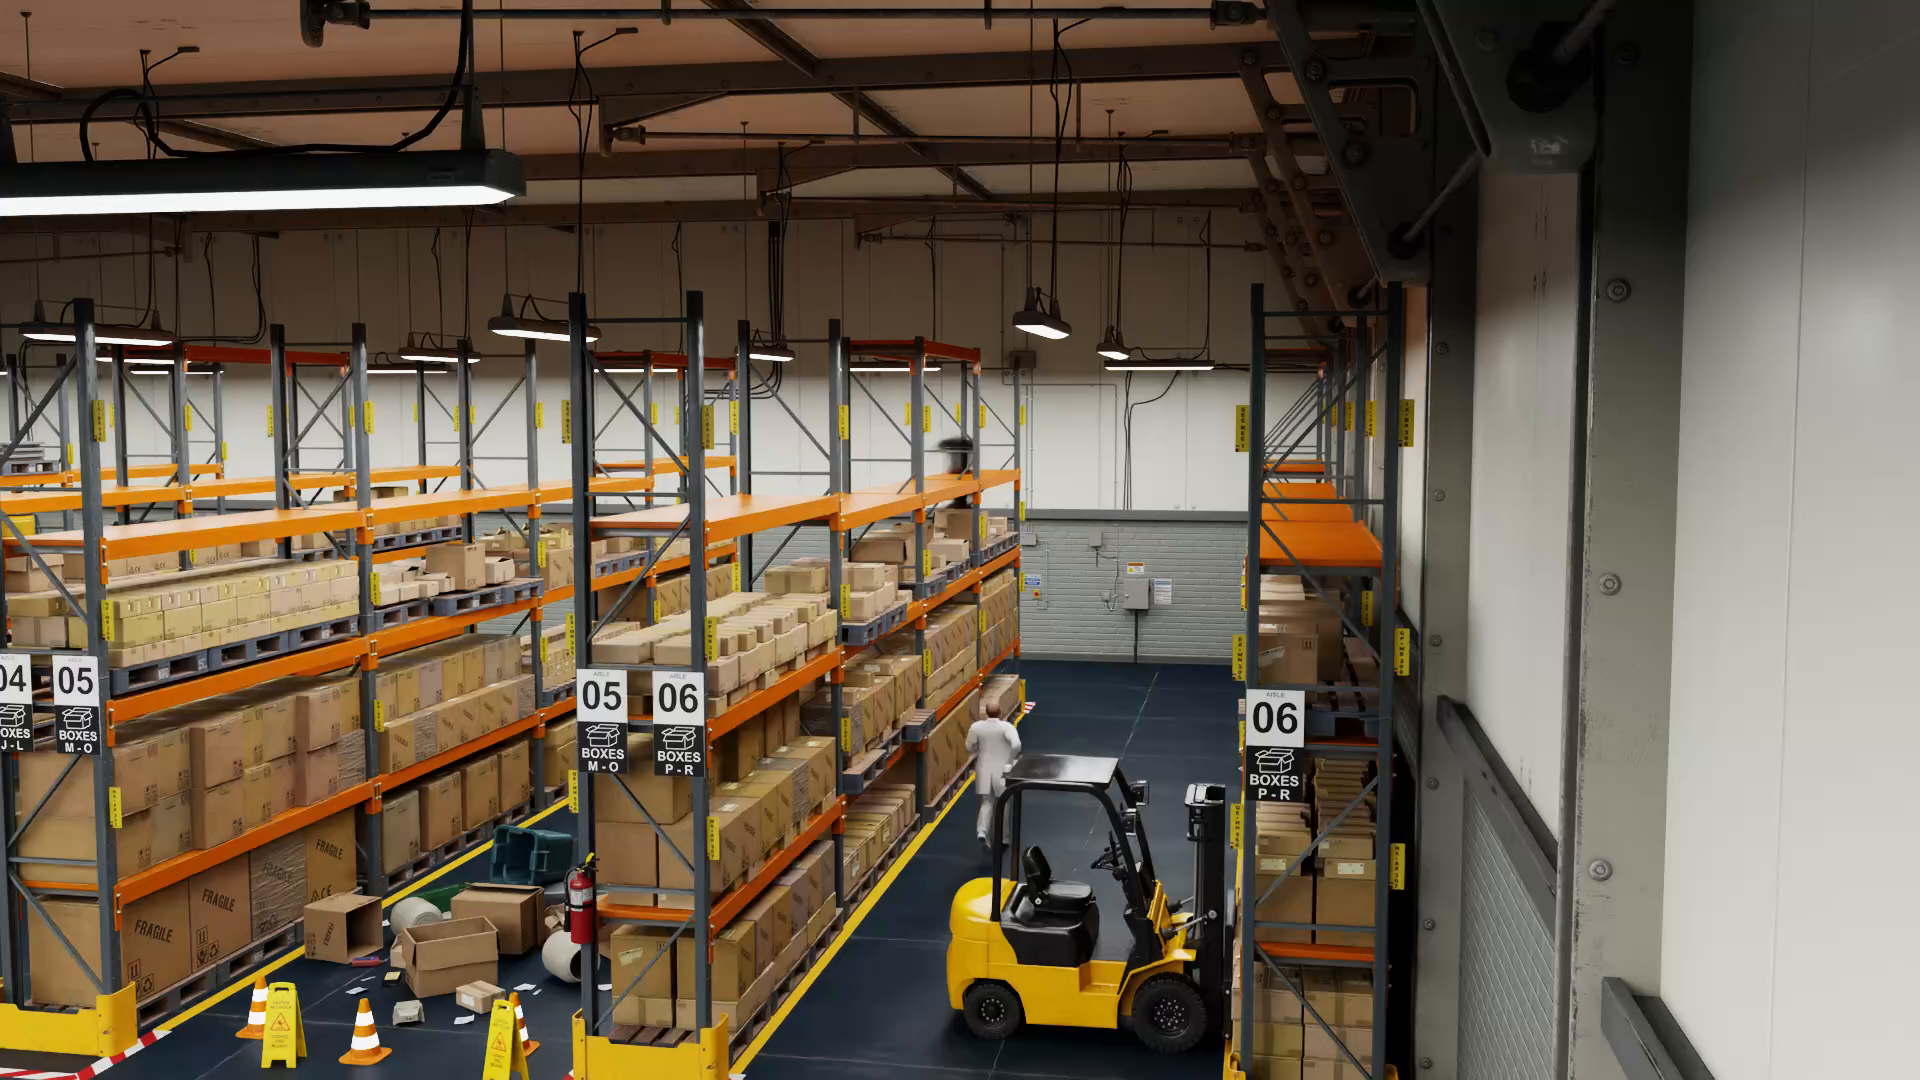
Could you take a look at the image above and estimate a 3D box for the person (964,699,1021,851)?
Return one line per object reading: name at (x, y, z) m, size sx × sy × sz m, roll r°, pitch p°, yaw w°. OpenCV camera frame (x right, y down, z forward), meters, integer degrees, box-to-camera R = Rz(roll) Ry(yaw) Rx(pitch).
person at (0.393, 2.731, 19.192) m, size 0.709 × 1.785 × 1.049 m, roll 1°, pitch 5°, yaw 12°
